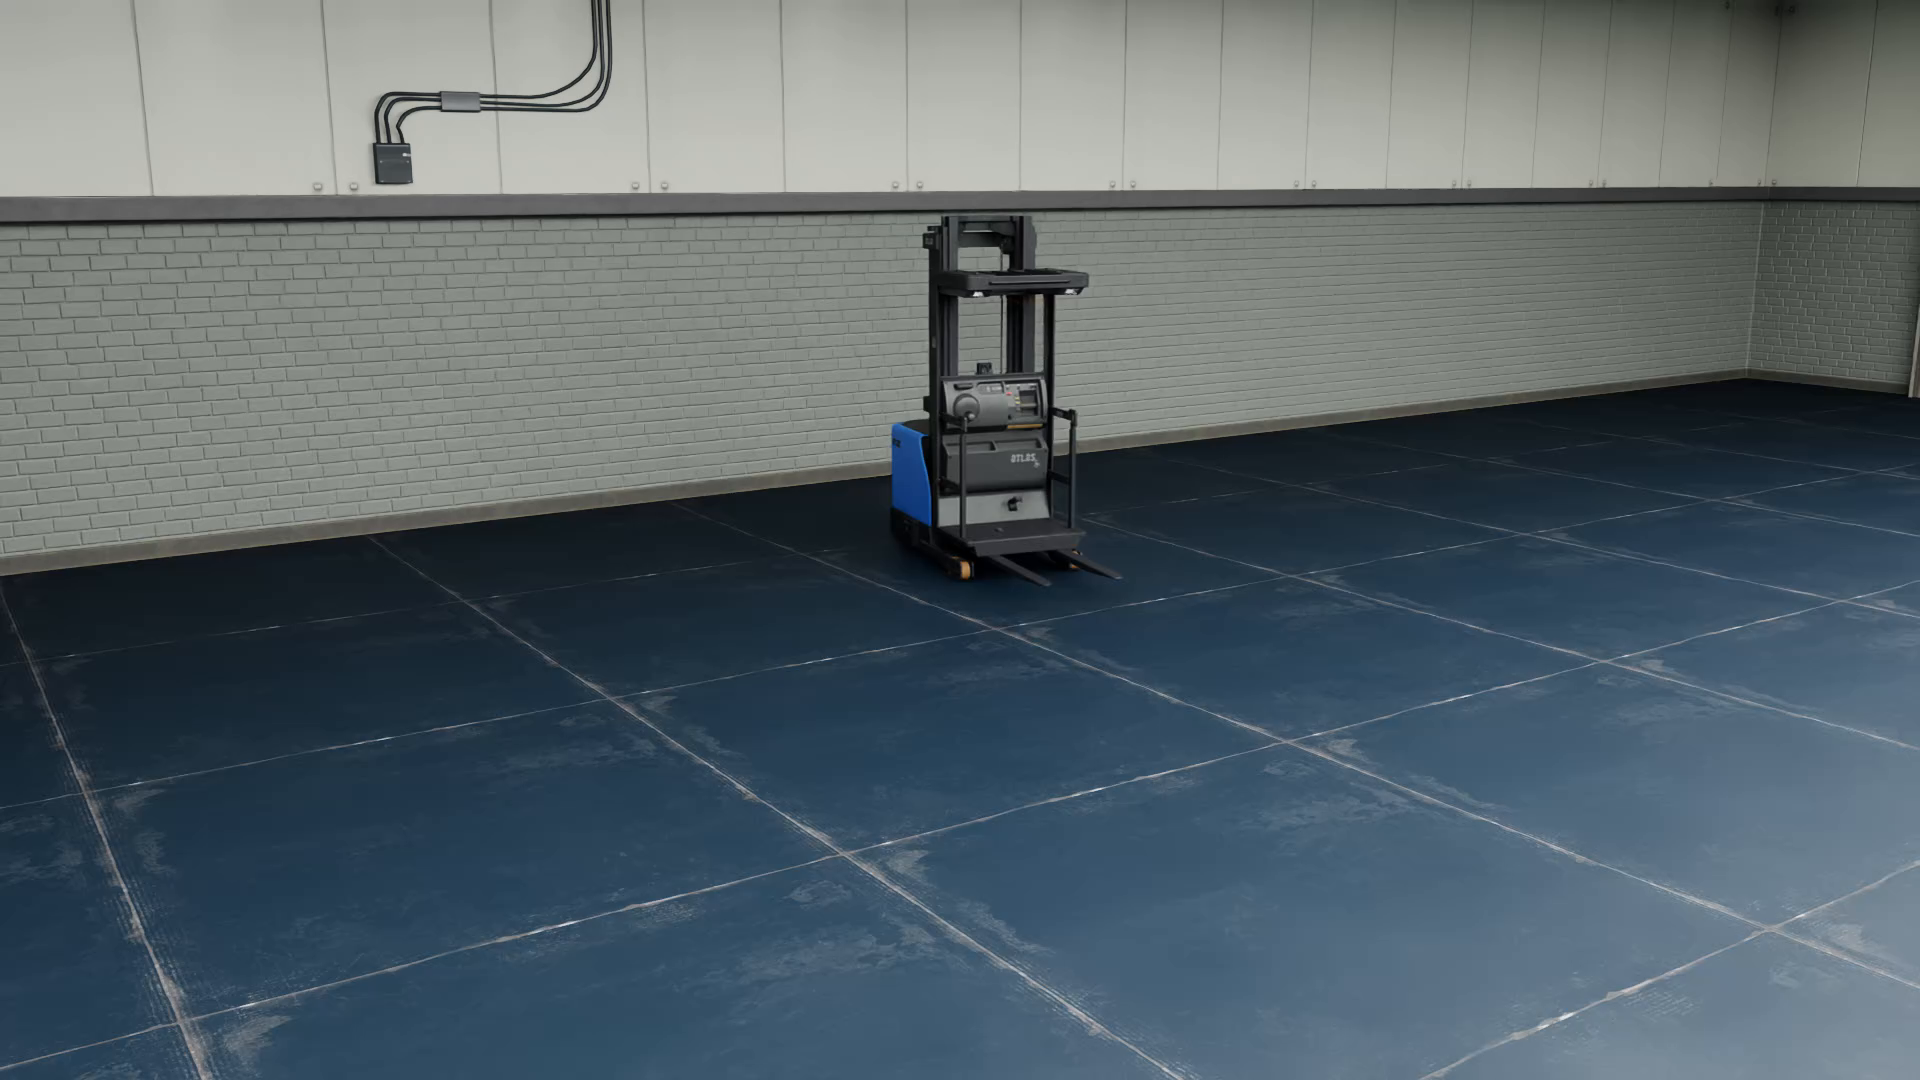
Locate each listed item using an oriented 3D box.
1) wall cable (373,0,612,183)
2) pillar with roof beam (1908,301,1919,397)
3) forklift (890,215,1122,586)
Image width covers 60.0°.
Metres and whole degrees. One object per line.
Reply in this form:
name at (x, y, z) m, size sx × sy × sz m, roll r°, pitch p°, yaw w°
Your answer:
wall cable at (-4.275, -6.277, 14.929) m, size 2.305 × 6.003 × 0.169 m, roll -8°, pitch 15°, yaw -33°
pillar with roof beam at (10.984, -6.033, 21.775) m, size 9.100 × 9.000 × 0.400 m, roll -8°, pitch 15°, yaw -33°
forklift at (0.382, -1.197, 13.862) m, size 1.130 × 2.935 × 3.031 m, roll -5°, pitch 13°, yaw -21°
